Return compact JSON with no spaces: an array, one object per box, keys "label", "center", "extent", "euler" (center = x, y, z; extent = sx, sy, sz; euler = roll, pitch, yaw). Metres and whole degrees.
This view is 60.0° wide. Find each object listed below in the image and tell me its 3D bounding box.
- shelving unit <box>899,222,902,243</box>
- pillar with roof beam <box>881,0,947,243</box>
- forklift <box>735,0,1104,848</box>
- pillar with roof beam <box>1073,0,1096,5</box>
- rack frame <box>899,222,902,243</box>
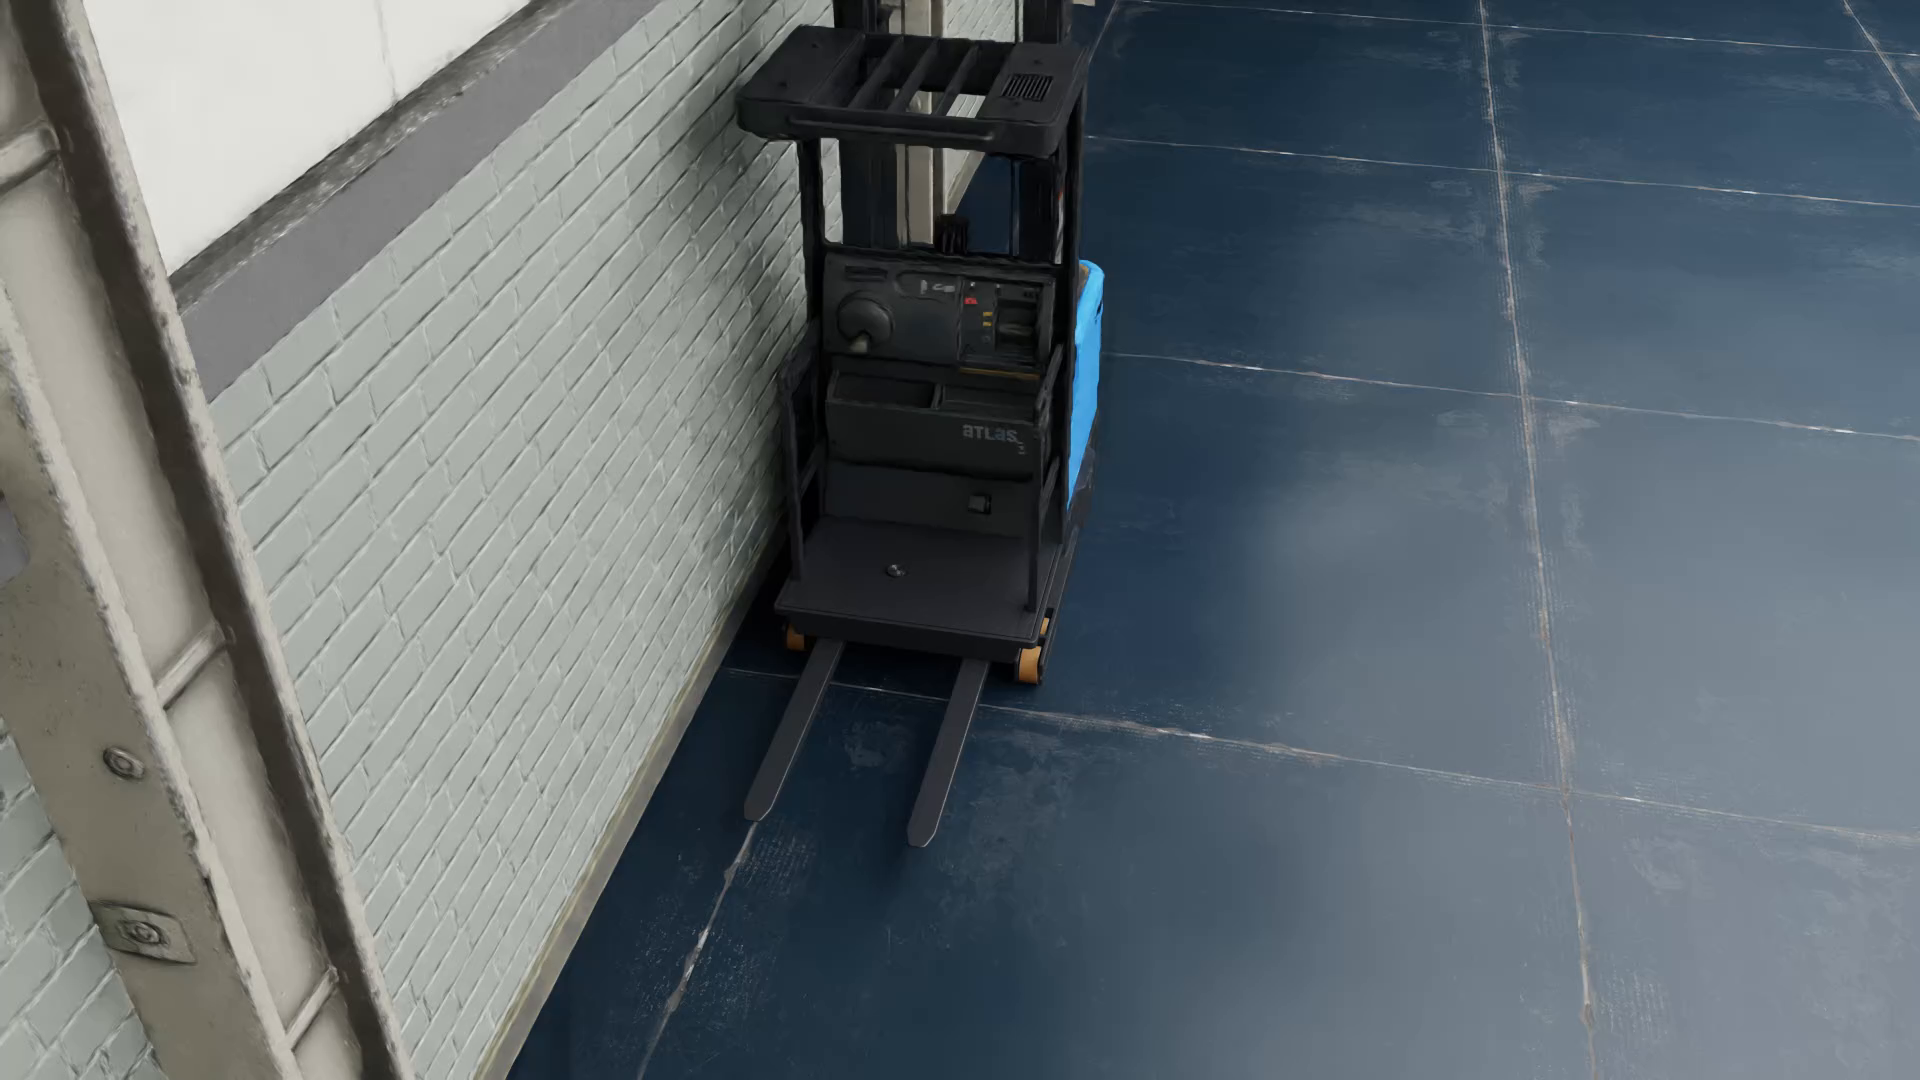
[{"label":"shelving unit","center":[-0.165,-1.066,8.325],"extent":[0.252,1.050,0.215],"euler":[0,36,1]},{"label":"pillar with roof beam","center":[3.944,-4.275,5.980],"extent":[9.100,9.000,0.400],"euler":[7,37,10]},{"label":"forklift","center":[-0.132,-0.830,6.397],"extent":[1.130,2.935,3.031],"euler":[7,37,10]},{"label":"pillar with roof beam","center":[5.225,-7.714,10.726],"extent":[9.100,9.000,0.400],"euler":[7,37,10]},{"label":"rack frame","center":[-0.287,-1.067,8.326],"extent":[0.008,1.050,0.200],"euler":[0,36,1]}]
